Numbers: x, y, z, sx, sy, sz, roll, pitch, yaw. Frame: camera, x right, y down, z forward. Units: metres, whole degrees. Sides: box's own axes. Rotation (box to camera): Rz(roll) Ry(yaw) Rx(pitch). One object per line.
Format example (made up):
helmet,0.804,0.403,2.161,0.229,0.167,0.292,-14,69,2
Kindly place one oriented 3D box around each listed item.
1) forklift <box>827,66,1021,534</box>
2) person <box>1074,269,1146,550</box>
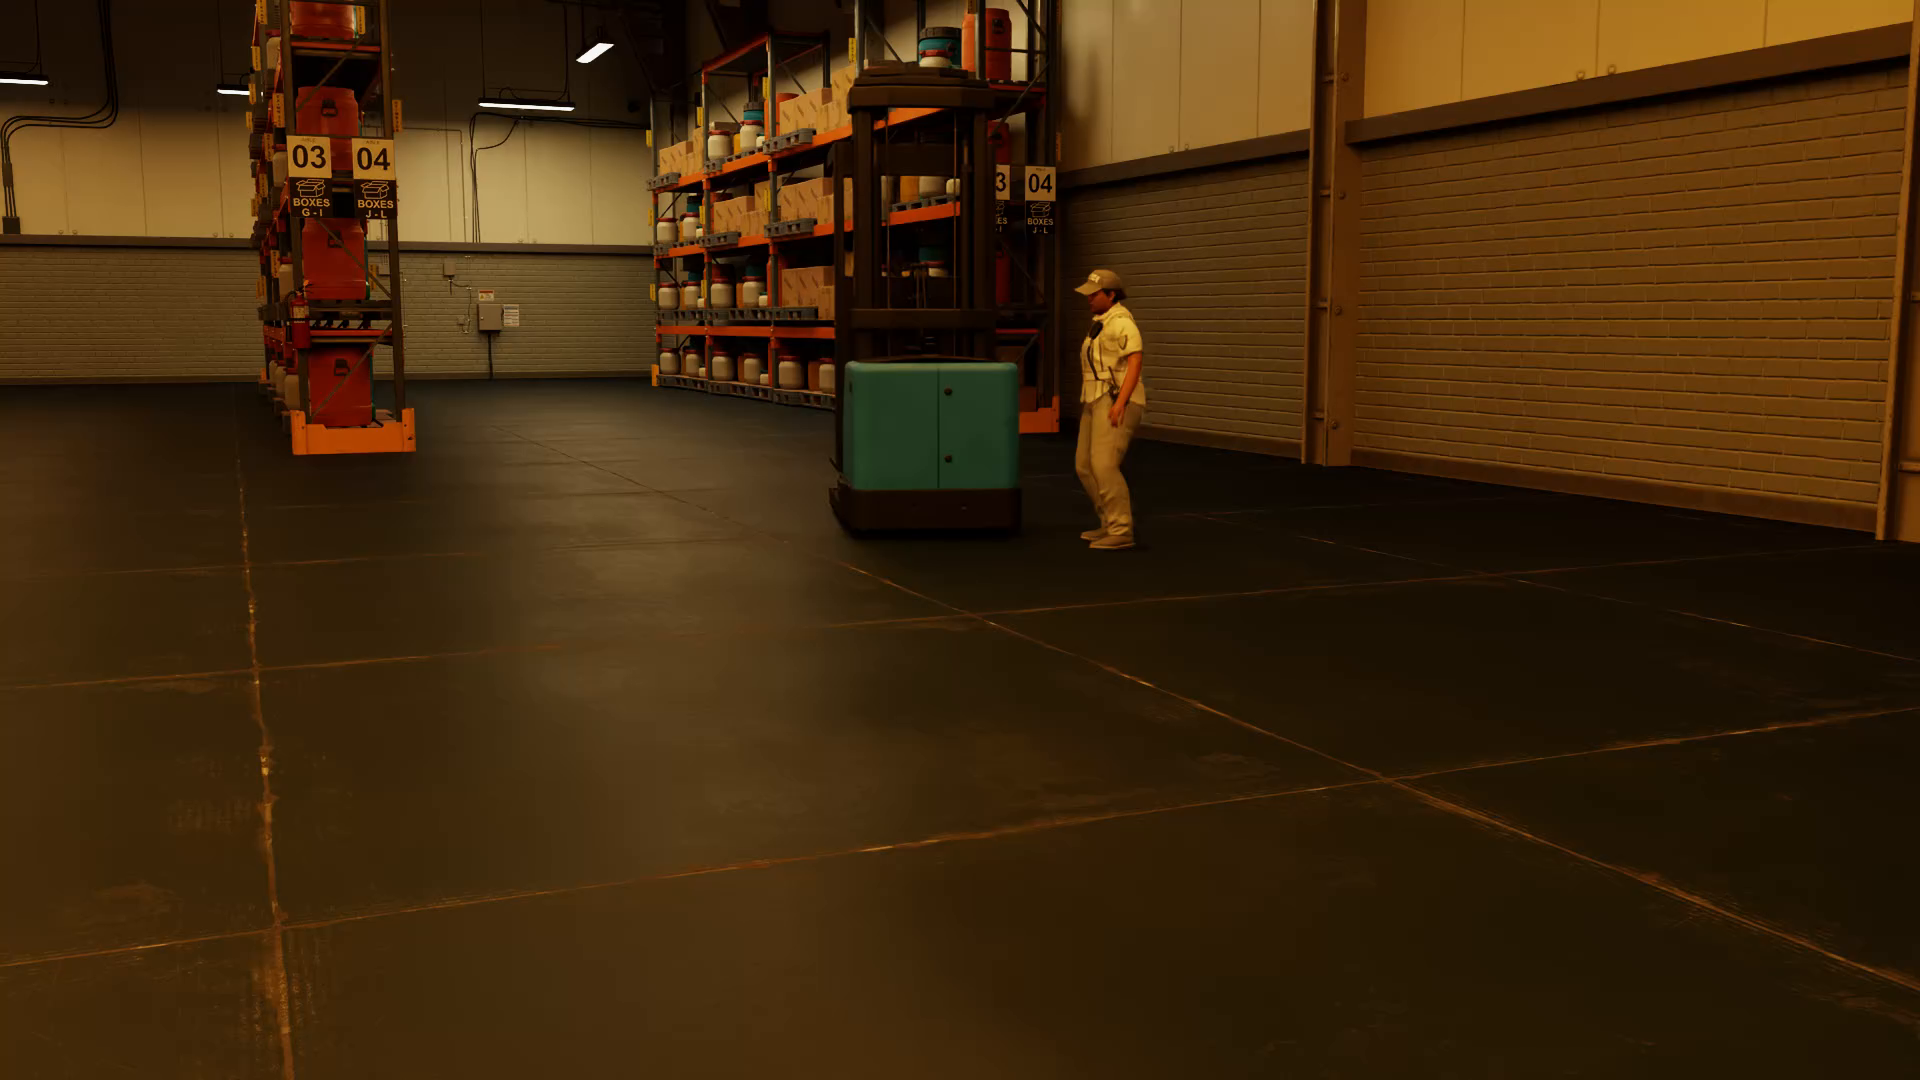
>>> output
forklift,-0.334,-1.647,11.436,1.130,2.935,3.031,-1,8,-8
person,0.881,-0.790,9.916,0.427,1.635,0.721,-2,8,-12
